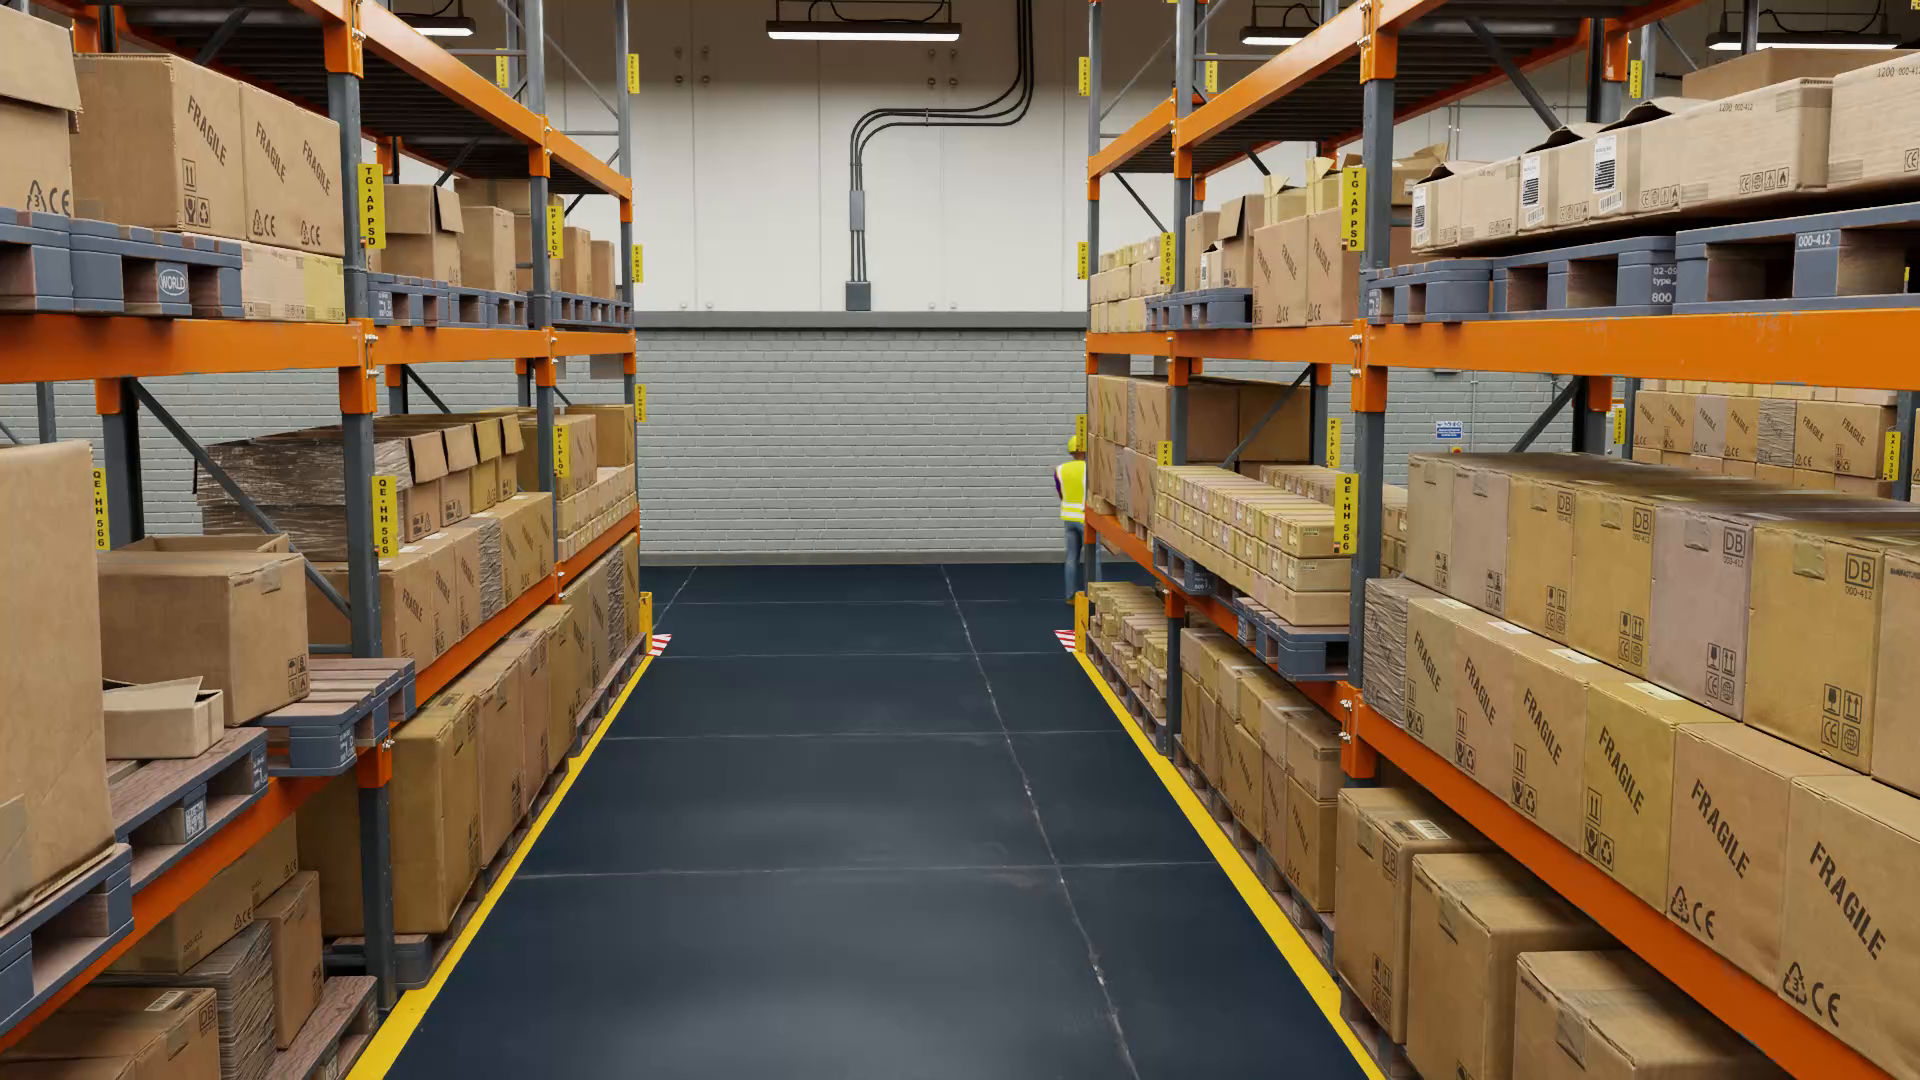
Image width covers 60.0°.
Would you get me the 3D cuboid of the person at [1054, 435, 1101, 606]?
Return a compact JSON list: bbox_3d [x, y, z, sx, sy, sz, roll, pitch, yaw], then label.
[{"bbox_3d":[1.295,-0.202,17.192,0.598,1.777,0.476,4,8,32],"label":"person"}]
